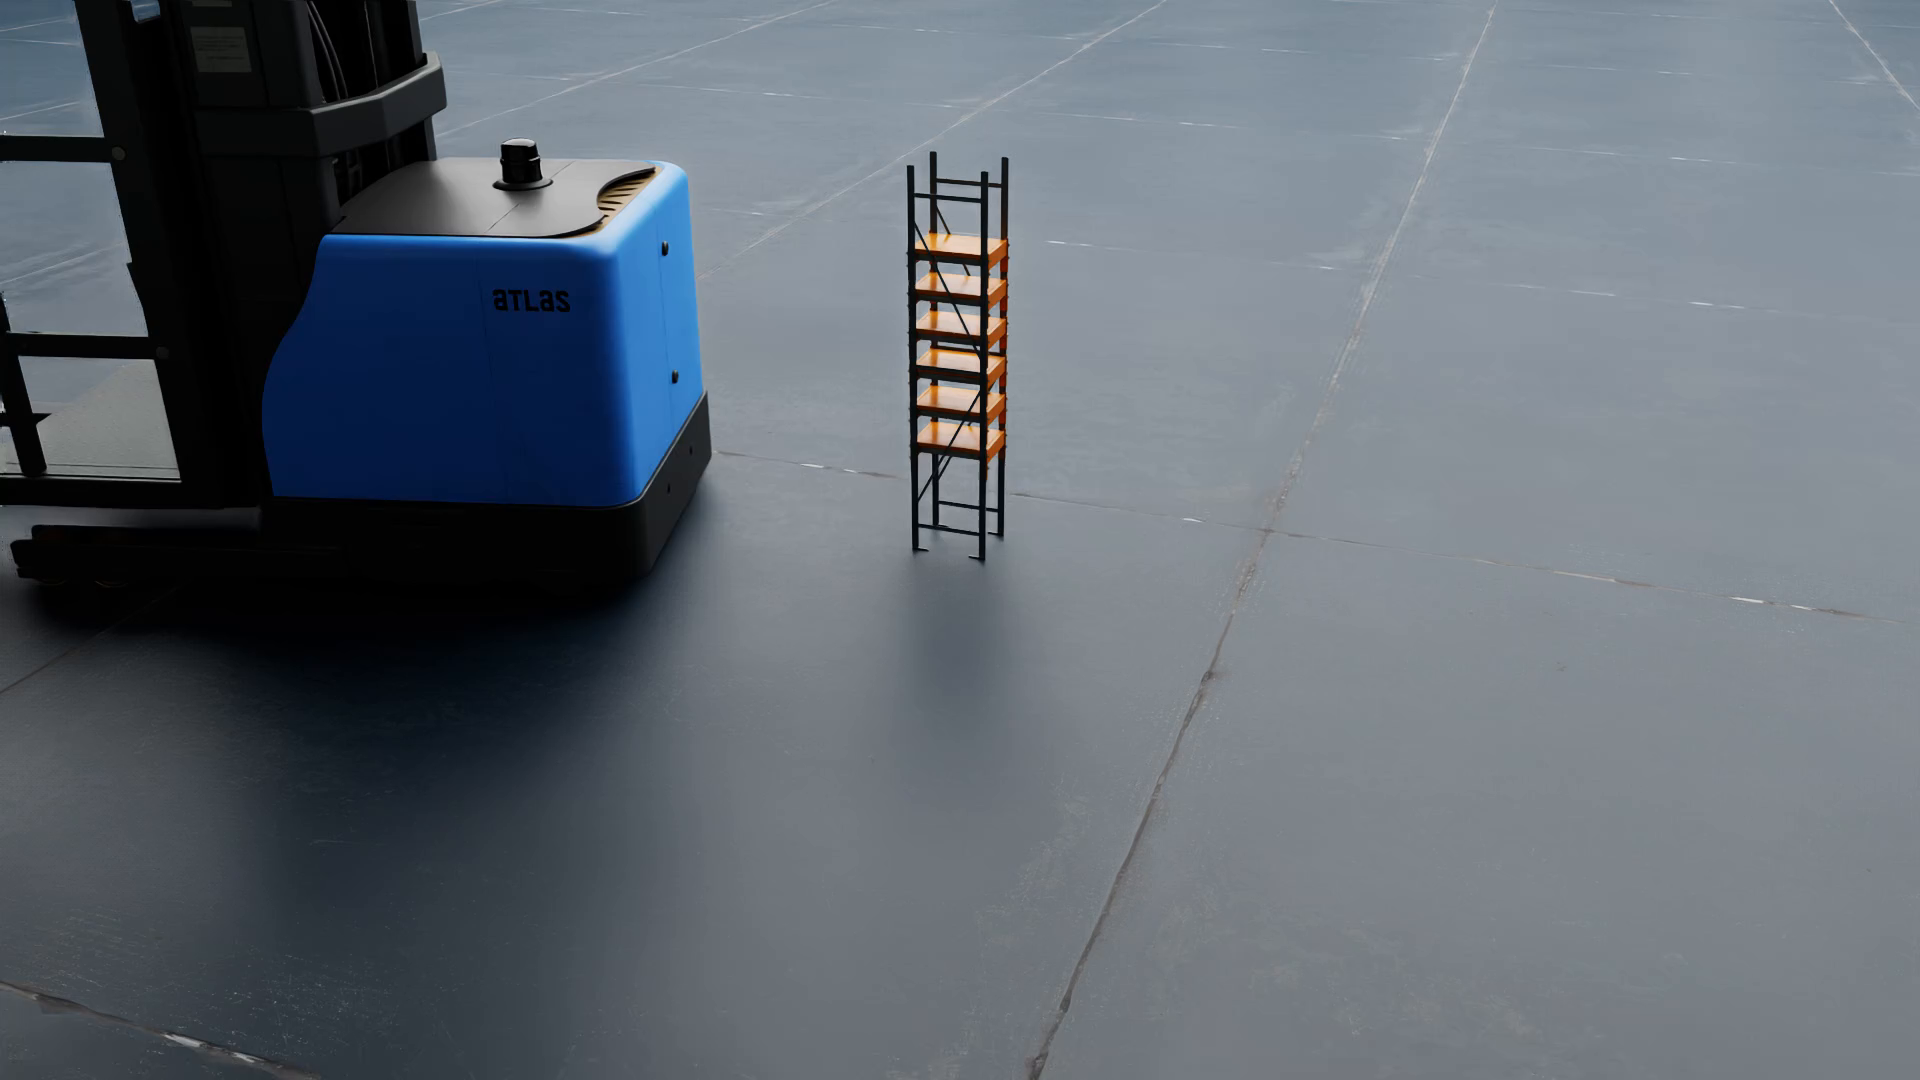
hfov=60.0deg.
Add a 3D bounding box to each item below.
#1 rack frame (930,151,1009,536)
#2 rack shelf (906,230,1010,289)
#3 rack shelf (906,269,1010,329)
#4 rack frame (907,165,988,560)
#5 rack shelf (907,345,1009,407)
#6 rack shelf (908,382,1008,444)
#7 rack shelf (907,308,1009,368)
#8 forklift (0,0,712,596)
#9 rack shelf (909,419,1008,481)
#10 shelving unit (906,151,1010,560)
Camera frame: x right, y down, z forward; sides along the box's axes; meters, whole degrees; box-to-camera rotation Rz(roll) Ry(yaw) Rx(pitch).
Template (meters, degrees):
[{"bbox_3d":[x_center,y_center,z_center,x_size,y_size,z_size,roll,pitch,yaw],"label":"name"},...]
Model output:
[{"bbox_3d":[0.026,-0.572,5.054,0.240,1.200,0.006,9,27,17],"label":"rack frame"},{"bbox_3d":[-0.005,-0.818,4.839,0.258,0.103,0.180,9,27,17],"label":"rack shelf"},{"bbox_3d":[-0.005,-0.710,4.891,0.258,0.103,0.180,9,27,17],"label":"rack shelf"},{"bbox_3d":[-0.035,-0.496,4.899,0.240,1.200,0.006,9,27,17],"label":"rack frame"},{"bbox_3d":[-0.005,-0.494,4.996,0.258,0.103,0.180,9,27,17],"label":"rack shelf"},{"bbox_3d":[-0.005,-0.386,5.048,0.258,0.103,0.180,9,27,17],"label":"rack shelf"},{"bbox_3d":[-0.005,-0.602,4.943,0.258,0.103,0.180,9,27,17],"label":"rack shelf"},{"bbox_3d":[-2.390,-1.402,4.782,3.031,2.935,1.130,2,26,4],"label":"forklift"},{"bbox_3d":[-0.005,-0.278,5.100,0.258,0.103,0.180,9,27,17],"label":"rack shelf"},{"bbox_3d":[-0.005,-0.534,4.976,0.258,1.200,0.189,9,27,17],"label":"shelving unit"}]
